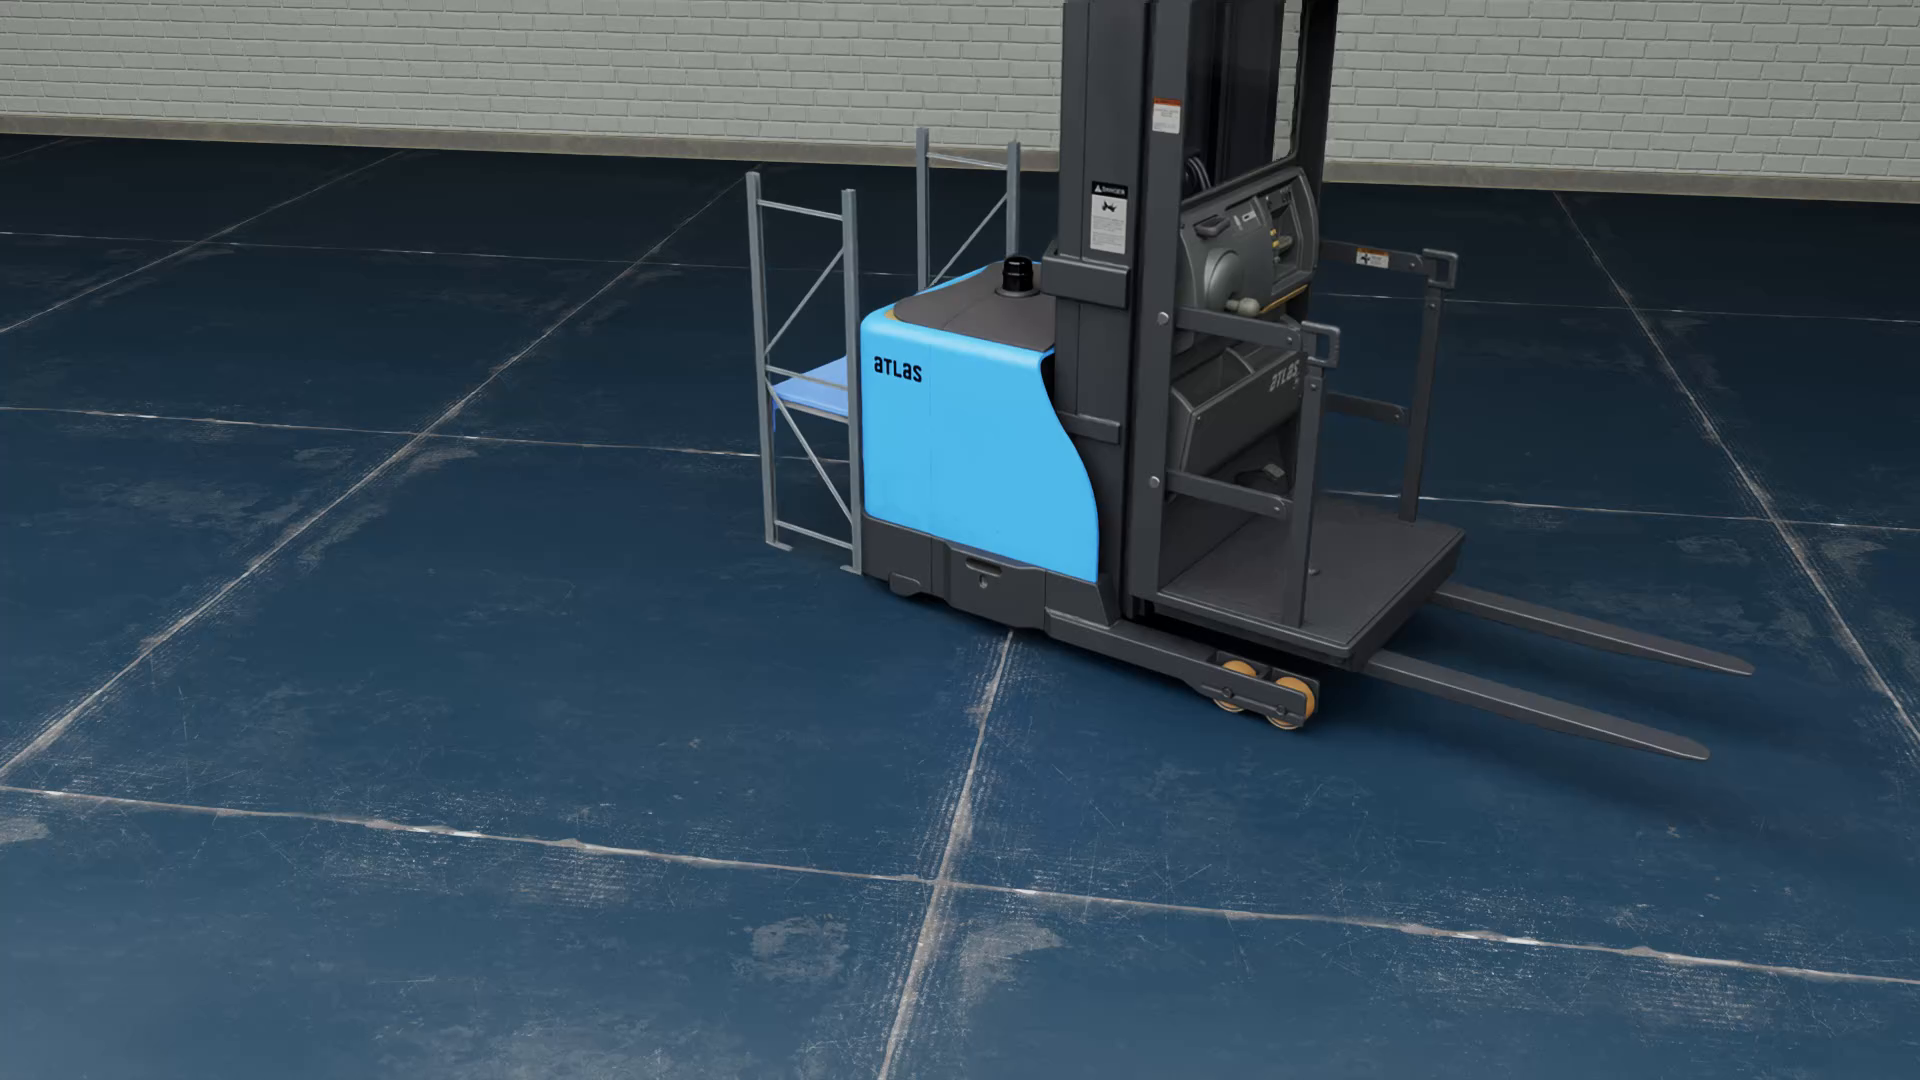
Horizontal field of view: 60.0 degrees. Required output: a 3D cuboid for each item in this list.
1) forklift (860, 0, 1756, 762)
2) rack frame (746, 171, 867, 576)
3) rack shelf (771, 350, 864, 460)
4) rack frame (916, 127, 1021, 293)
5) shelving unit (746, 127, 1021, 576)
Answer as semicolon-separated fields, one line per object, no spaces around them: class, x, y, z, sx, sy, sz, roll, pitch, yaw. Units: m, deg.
forklift;1.127;-0.965;5.355;3.031;2.935;1.130;16;30;31
rack frame;-0.574;-0.606;6.276;0.500;1.500;0.032;17;30;33
rack shelf;-0.272;-0.617;6.723;0.538;0.185;1.000;17;30;33
rack frame;0.030;-0.953;7.017;0.500;1.500;0.032;17;30;33
shelving unit;-0.272;-0.780;6.646;0.538;1.500;1.048;17;30;33
